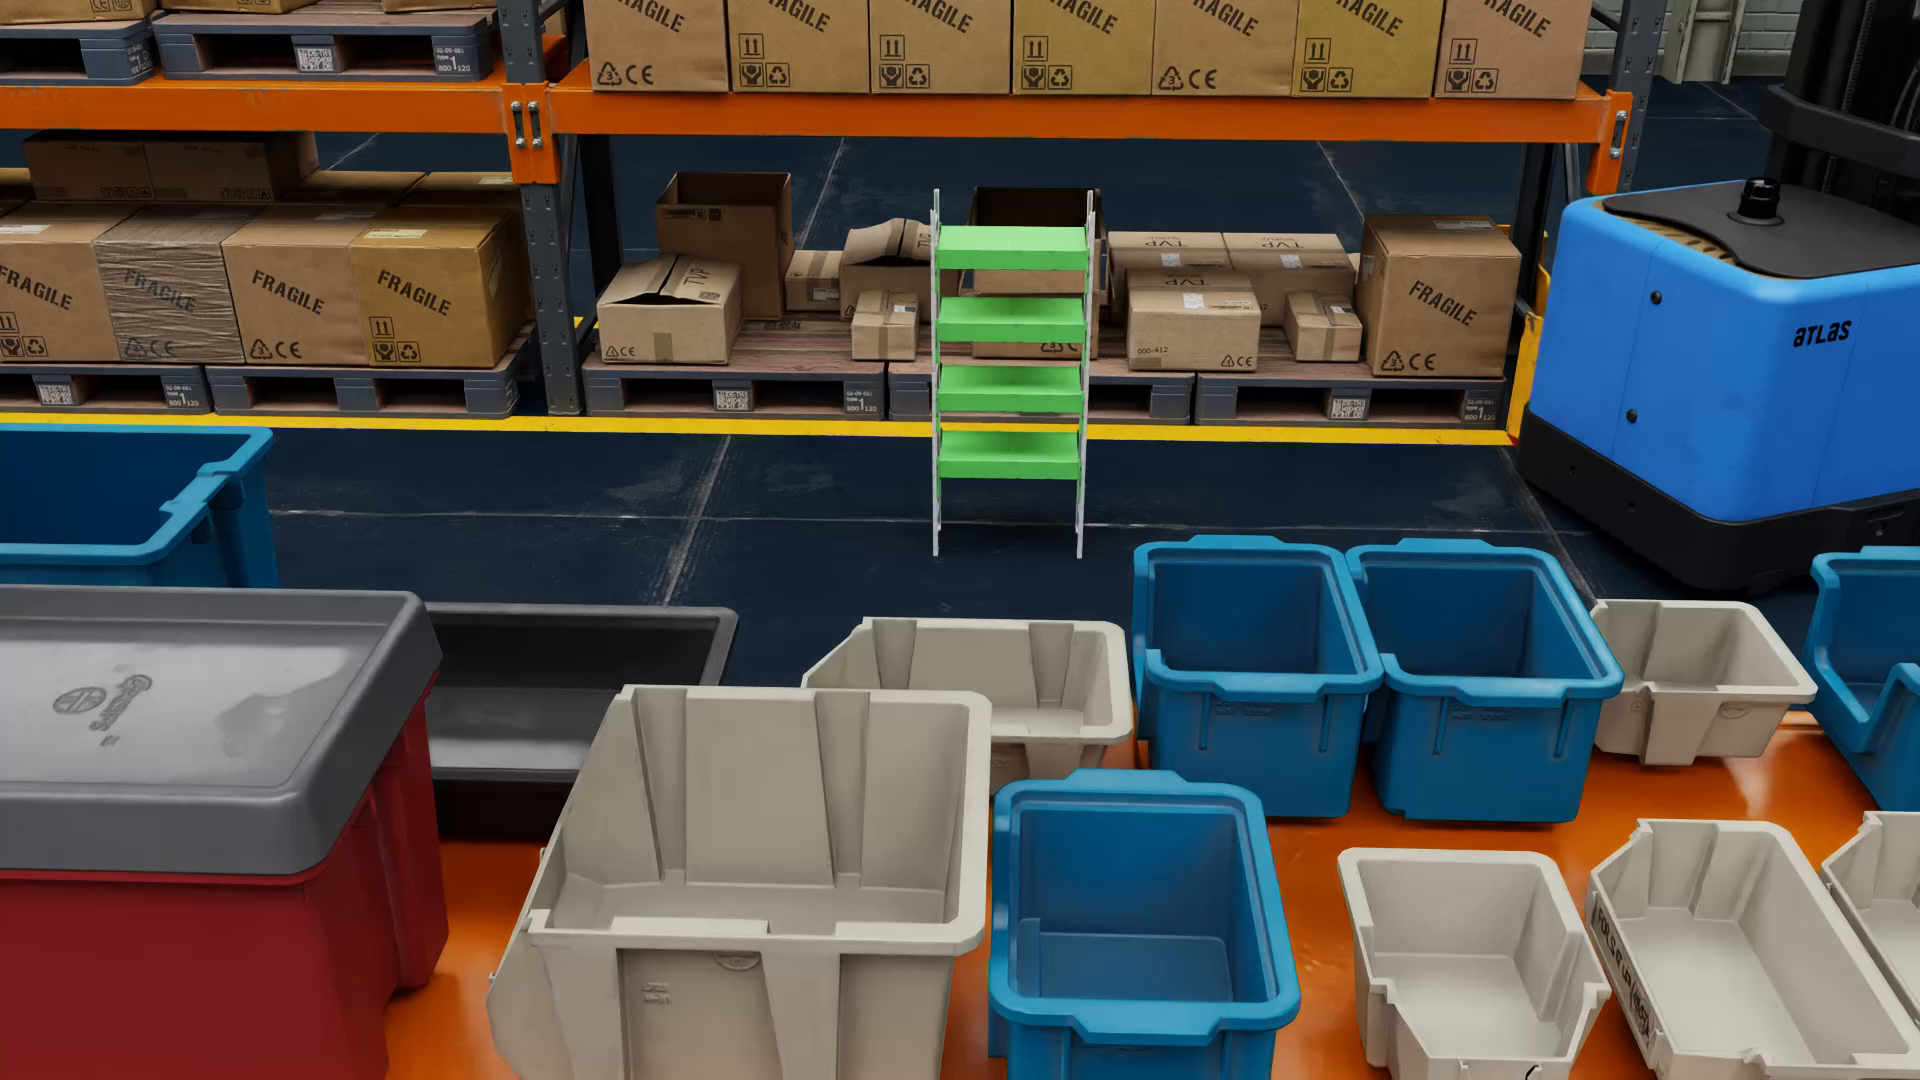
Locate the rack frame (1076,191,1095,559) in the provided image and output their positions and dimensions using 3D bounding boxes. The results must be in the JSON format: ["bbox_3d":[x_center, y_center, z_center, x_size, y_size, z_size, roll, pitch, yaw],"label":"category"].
[{"bbox_3d":[0.409,-0.523,5.456,0.015,1.200,0.240,1,28,2],"label":"rack frame"}]

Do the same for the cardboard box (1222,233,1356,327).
[{"bbox_3d":[1.389,-1.118,7.122,0.500,0.250,0.500,1,28,2],"label":"cardboard box"}]

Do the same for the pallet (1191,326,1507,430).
[{"bbox_3d":[1.550,-0.770,6.977,1.213,0.211,1.003,1,28,2],"label":"pallet"}]

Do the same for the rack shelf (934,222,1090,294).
[{"bbox_3d":[0.165,-0.895,5.269,0.480,0.148,0.258,1,28,2],"label":"rack shelf"}]

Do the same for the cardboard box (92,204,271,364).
[{"bbox_3d":[-3.073,-1.039,6.706,0.500,0.500,0.500,1,28,2],"label":"cardboard box"}]

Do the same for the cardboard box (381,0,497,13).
[{"bbox_3d":[-2.041,-2.396,6.513,0.500,0.500,0.700,-8,29,-15],"label":"cardboard box"}]

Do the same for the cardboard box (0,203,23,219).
[{"bbox_3d":[-4.103,-1.052,6.731,0.500,0.500,0.500,1,28,1],"label":"cardboard box"}]

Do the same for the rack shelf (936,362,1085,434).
[{"bbox_3d":[0.165,-0.471,5.494,0.480,0.148,0.258,1,28,2],"label":"rack shelf"}]

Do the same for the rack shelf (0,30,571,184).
[{"bbox_3d":[-3.574,-1.769,6.653,4.000,0.370,1.077,1,28,2],"label":"rack shelf"}]

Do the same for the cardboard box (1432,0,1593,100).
[{"bbox_3d":[1.965,-1.912,6.048,0.500,0.500,0.500,2,28,3],"label":"cardboard box"}]

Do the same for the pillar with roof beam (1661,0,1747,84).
[{"bbox_3d":[5.171,-5.303,6.145,0.400,9.000,9.100,1,28,2],"label":"pillar with roof beam"}]

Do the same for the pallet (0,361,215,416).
[{"bbox_3d":[-3.612,-0.837,7.103,1.213,0.211,1.003,1,28,2],"label":"pallet"}]

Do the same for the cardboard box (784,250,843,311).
[{"bbox_3d":[-0.619,-1.134,7.261,0.250,0.149,0.380,1,28,2],"label":"cardboard box"}]

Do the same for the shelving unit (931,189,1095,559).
[{"bbox_3d":[0.165,-0.527,5.464,0.503,1.200,0.258,1,28,2],"label":"shelving unit"}]

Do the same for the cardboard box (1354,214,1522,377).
[{"bbox_3d":[1.870,-0.972,6.579,0.500,0.500,0.500,1,28,2],"label":"cardboard box"}]

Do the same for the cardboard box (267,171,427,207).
[{"bbox_3d":[-2.583,-1.270,7.142,0.500,0.500,0.500,1,28,3],"label":"cardboard box"}]

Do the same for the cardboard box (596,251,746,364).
[{"bbox_3d":[-1.163,-0.952,6.745,0.500,0.311,0.500,1,28,2],"label":"cardboard box"}]

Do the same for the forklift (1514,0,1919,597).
[{"bbox_3d":[3.600,-1.525,5.497,3.031,2.935,1.130,-10,29,-17],"label":"forklift"}]

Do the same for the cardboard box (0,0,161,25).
[{"bbox_3d":[-3.343,-2.284,6.301,0.500,0.500,0.700,-6,29,-11],"label":"cardboard box"}]

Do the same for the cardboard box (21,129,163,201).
[{"bbox_3d":[-3.551,-1.622,7.006,0.500,0.250,0.500,0,28,1],"label":"cardboard box"}]

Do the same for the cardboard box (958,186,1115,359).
[{"bbox_3d":[0.303,-1.117,6.850,0.637,0.503,0.797,1,28,2],"label":"cardboard box"}]

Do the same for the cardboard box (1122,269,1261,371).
[{"bbox_3d":[0.922,-0.891,6.694,0.500,0.250,0.500,1,28,2],"label":"cardboard box"}]

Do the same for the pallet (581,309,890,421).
[{"bbox_3d":[-0.889,-0.810,7.053,1.213,0.211,1.003,1,28,2],"label":"pallet"}]

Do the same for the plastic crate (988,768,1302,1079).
[{"bbox_3d":[0.183,0.464,1.787,0.300,0.233,0.416,1,28,2],"label":"plastic crate"}]

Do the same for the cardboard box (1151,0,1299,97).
[{"bbox_3d":[0.948,-1.930,6.081,0.500,0.500,0.500,1,28,2],"label":"cardboard box"}]

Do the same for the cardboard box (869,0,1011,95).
[{"bbox_3d":[-0.064,-1.946,6.112,0.500,0.500,0.500,1,28,2],"label":"cardboard box"}]

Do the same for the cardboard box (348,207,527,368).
[{"bbox_3d":[-2.078,-1.018,6.667,0.500,0.500,0.500,1,28,2],"label":"cardboard box"}]

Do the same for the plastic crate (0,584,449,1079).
[{"bbox_3d":[-0.870,0.342,1.770,0.583,0.464,0.402,1,28,2],"label":"plastic crate"}]

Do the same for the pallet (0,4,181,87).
[{"bbox_3d":[-3.629,-2.005,6.535,1.213,0.211,1.003,1,28,2],"label":"pallet"}]

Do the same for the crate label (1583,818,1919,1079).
[{"bbox_3d":[0.854,0.487,1.846,0.243,0.136,0.396,1,28,2],"label":"crate label"}]

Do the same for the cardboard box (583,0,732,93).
[{"bbox_3d":[-1.075,-1.962,6.142,0.500,0.500,0.500,2,28,3],"label":"cardboard box"}]

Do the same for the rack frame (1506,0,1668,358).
[{"bbox_3d":[2.423,-1.988,6.298,0.127,3.000,1.000,1,28,2],"label":"rack frame"}]

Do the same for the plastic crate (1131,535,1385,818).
[{"bbox_3d":[0.393,0.193,2.298,0.300,0.233,0.416,1,28,2],"label":"plastic crate"}]

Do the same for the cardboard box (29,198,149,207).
[{"bbox_3d":[-3.588,-1.290,7.180,0.500,0.500,0.500,0,28,0],"label":"cardboard box"}]

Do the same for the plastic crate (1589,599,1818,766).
[{"bbox_3d":[1.013,0.207,2.374,0.298,0.136,0.250,1,28,2],"label":"plastic crate"}]

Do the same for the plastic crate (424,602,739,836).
[{"bbox_3d":[-0.625,0.252,2.301,0.590,0.125,0.437,1,28,2],"label":"plastic crate"}]
